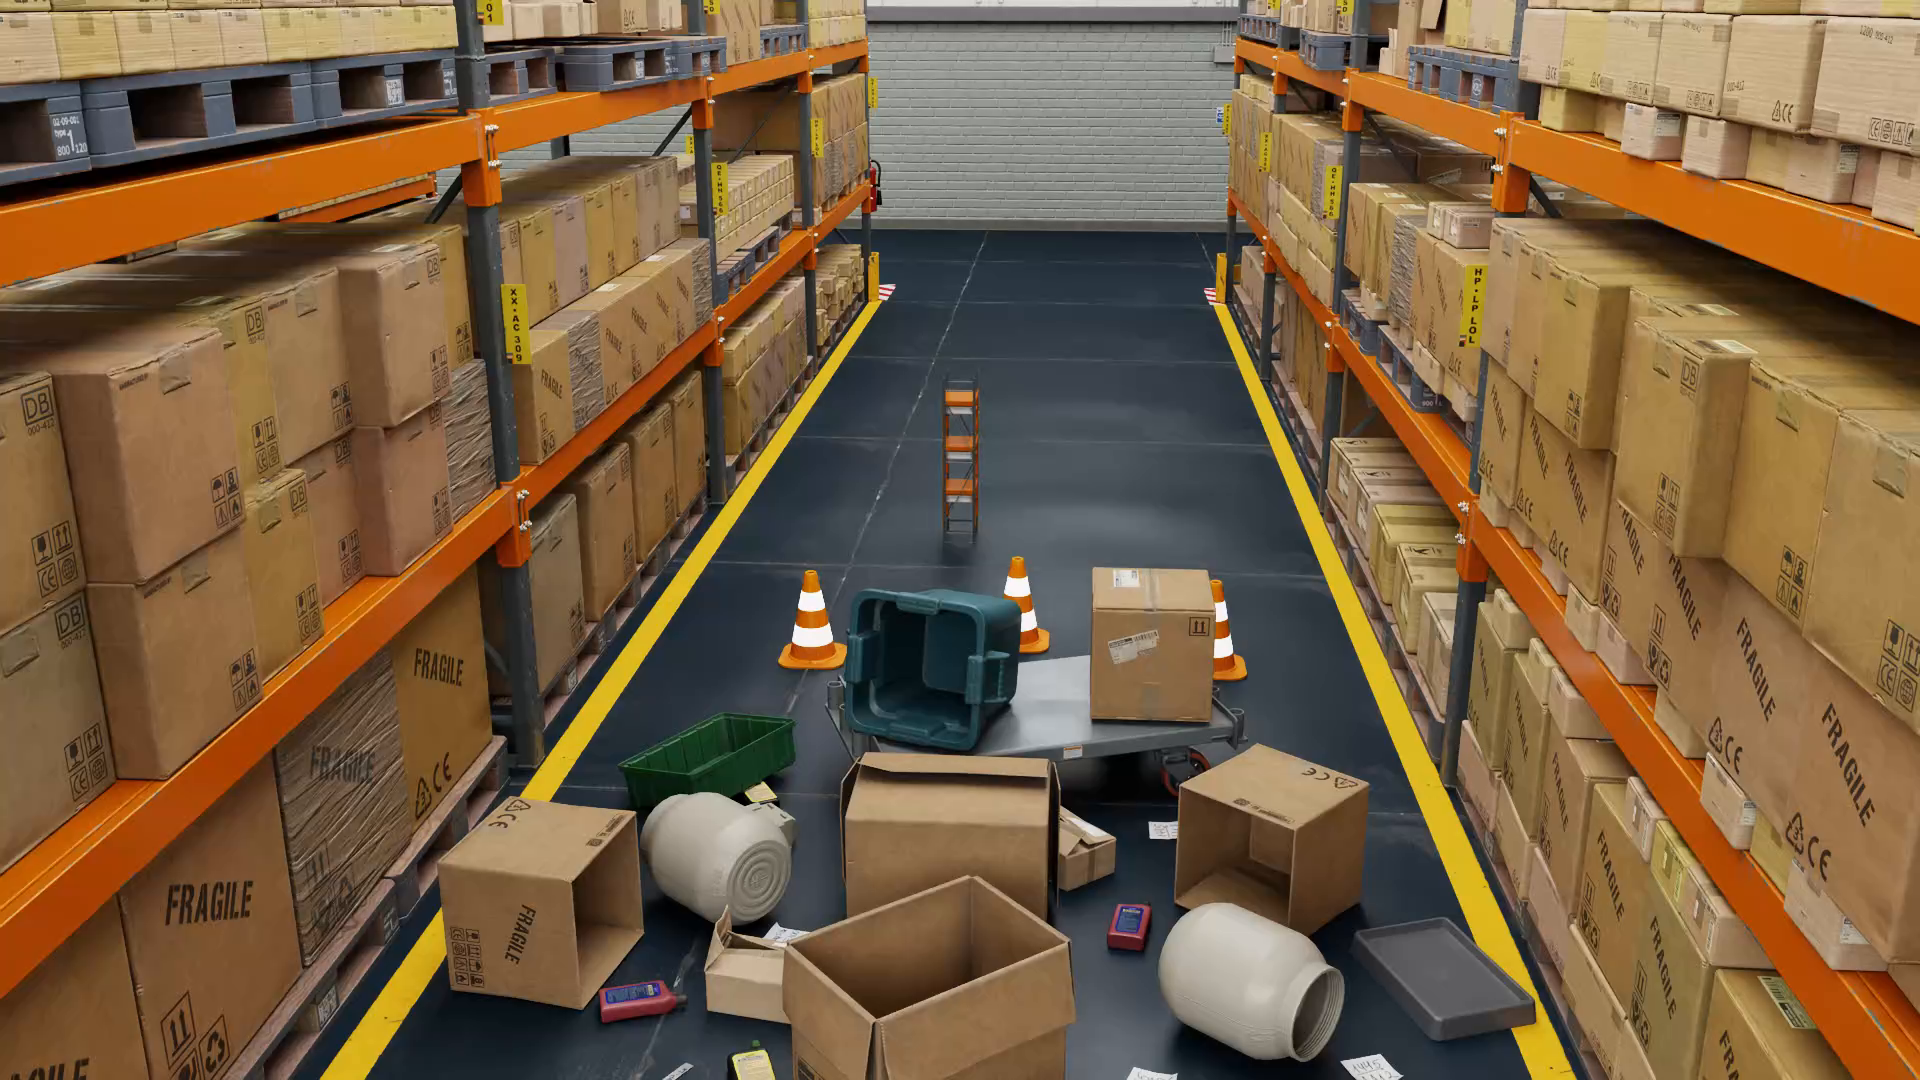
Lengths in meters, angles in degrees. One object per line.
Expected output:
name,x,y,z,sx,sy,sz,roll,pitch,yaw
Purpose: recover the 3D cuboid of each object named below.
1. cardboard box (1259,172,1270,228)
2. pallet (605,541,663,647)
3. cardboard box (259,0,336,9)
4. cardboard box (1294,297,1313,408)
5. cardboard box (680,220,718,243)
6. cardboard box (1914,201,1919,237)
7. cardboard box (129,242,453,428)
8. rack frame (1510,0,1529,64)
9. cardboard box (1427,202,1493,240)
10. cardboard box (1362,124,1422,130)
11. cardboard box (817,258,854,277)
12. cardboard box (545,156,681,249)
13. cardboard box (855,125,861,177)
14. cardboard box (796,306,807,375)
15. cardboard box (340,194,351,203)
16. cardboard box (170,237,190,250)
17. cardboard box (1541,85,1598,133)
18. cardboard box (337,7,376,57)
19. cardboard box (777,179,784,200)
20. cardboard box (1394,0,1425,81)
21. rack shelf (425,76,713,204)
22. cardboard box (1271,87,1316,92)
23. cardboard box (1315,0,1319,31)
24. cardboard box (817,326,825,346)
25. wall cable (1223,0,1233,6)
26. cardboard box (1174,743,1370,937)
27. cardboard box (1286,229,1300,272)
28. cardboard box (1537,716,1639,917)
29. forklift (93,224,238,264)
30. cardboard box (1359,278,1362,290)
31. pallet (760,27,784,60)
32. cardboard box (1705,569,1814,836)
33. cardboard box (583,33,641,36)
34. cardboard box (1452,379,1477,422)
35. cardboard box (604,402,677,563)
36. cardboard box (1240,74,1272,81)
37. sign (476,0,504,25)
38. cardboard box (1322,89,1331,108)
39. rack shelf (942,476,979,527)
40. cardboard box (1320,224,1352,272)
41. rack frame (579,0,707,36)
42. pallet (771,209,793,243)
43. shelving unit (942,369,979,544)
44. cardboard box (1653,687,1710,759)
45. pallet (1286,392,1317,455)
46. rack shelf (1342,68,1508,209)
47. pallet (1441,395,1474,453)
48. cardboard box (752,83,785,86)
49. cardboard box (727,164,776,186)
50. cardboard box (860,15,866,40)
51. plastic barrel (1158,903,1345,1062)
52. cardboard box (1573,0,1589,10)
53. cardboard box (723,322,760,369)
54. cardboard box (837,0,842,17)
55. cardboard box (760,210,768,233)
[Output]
cardboard box,2.939,-3.042,14.729,0.500,0.500,0.500,1,18,4
pallet,-2.293,0.265,9.277,1.003,0.211,1.213,1,18,4
cardboard box,-2.211,-1.711,4.938,0.500,0.250,0.500,1,18,3
cardboard box,3.139,-1.560,13.103,0.875,0.875,0.875,2,18,6
cardboard box,-1.836,-2.049,11.110,0.380,0.149,0.250,2,18,6
cardboard box,2.032,-0.619,3.081,0.380,0.149,0.250,1,18,4
cardboard box,-2.342,-0.736,5.878,0.875,0.550,0.550,1,18,4
rack frame,2.587,-3.211,5.771,1.000,3.000,0.127,1,18,4
cardboard box,2.427,-1.505,7.845,0.380,0.149,0.250,1,18,2
cardboard box,3.293,-2.905,12.706,0.500,0.500,0.500,2,18,6
cardboard box,-1.295,-2.800,17.099,0.380,0.149,0.250,2,18,6
cardboard box,-2.113,-2.065,10.142,0.700,0.500,0.500,1,18,4
cardboard box,-1.315,-4.050,17.327,0.500,0.500,0.500,1,18,3
cardboard box,-1.586,-1.700,14.134,0.500,0.500,0.500,1,18,3
cardboard box,-6.279,-3.434,16.488,0.380,0.149,0.250,1,18,5
cardboard box,-6.558,-2.646,13.521,0.500,0.500,0.500,1,18,3
cardboard box,2.243,-1.495,5.754,0.380,0.149,0.250,1,18,4
cardboard box,-2.118,-1.634,5.344,0.380,0.149,0.250,1,18,4
cardboard box,-1.654,-2.859,13.581,0.380,0.149,0.250,2,18,6
cardboard box,2.796,-2.781,9.116,0.700,0.500,0.500,1,18,4
rack shelf,-2.214,-2.144,8.487,1.077,0.370,4.000,1,18,4
cardboard box,3.020,-4.014,15.048,0.380,0.149,0.250,1,18,3
cardboard box,2.623,-3.599,11.314,0.396,0.266,0.258,1,18,3
cardboard box,-1.438,-1.875,15.231,0.380,0.149,0.250,0,18,2
wall cable,3.574,-8.711,22.556,0.463,3.000,0.029,1,18,4
cardboard box,1.153,1.129,6.171,0.500,0.500,0.500,17,25,41
cardboard box,2.732,-2.168,12.464,0.500,0.250,0.500,1,18,3
cardboard box,2.210,0.895,5.411,0.500,0.500,0.500,2,18,7
forklift,-4.750,-1.212,9.414,1.130,2.935,3.031,1,18,4
cardboard box,2.665,-1.586,10.175,0.380,0.149,0.250,0,18,1
pallet,-2.006,-3.749,12.530,1.213,0.211,1.003,1,18,4
cardboard box,2.105,0.363,3.859,0.500,0.500,0.500,1,18,4
cardboard box,-2.284,-3.338,10.814,0.500,0.500,0.500,1,18,4
cardboard box,2.348,-0.606,7.185,0.380,0.149,0.250,2,18,5
cardboard box,-2.264,-0.353,9.623,1.050,0.750,0.750,2,18,5
cardboard box,3.145,-4.814,17.489,0.380,0.149,0.250,2,18,5
sign,-1.804,-2.136,6.350,0.100,0.325,0.005,1,18,4
cardboard box,3.420,-3.928,14.786,0.380,0.149,0.250,1,18,3
rack shelf,0.004,-0.241,10.400,0.215,0.259,0.240,1,18,4
cardboard box,2.655,-1.925,10.918,0.500,0.250,0.500,1,18,4
rack frame,-2.071,-4.532,9.804,1.000,3.000,0.127,1,18,4
pallet,-1.984,-2.599,13.845,1.003,0.211,1.213,1,18,4
shelving unit,0.004,-0.516,10.310,0.215,1.050,0.252,1,18,4
cardboard box,2.135,0.482,4.539,0.380,0.149,0.250,1,18,3
pallet,3.095,-0.898,12.826,1.003,0.211,1.213,1,18,4
rack shelf,2.730,-2.065,8.246,1.077,0.370,4.000,1,18,4
pallet,2.787,-0.503,7.449,1.003,0.211,1.213,1,18,4
cardboard box,-1.938,-4.059,15.750,0.500,0.500,0.500,2,18,5
cardboard box,-1.676,-2.913,13.268,0.380,0.149,0.250,1,18,4
cardboard box,-1.266,-5.373,17.428,0.500,0.250,0.500,1,18,3
plastic barrel,0.938,1.431,5.376,0.512,0.421,0.421,17,25,41
cardboard box,2.221,-1.791,5.378,0.380,0.149,0.250,1,18,2
cardboard box,-1.744,-1.416,12.063,0.500,0.250,0.500,1,18,3
cardboard box,-1.399,-5.135,15.897,0.500,0.250,0.500,0,18,2
cardboard box,-1.706,-2.472,12.878,0.380,0.149,0.250,2,18,6
